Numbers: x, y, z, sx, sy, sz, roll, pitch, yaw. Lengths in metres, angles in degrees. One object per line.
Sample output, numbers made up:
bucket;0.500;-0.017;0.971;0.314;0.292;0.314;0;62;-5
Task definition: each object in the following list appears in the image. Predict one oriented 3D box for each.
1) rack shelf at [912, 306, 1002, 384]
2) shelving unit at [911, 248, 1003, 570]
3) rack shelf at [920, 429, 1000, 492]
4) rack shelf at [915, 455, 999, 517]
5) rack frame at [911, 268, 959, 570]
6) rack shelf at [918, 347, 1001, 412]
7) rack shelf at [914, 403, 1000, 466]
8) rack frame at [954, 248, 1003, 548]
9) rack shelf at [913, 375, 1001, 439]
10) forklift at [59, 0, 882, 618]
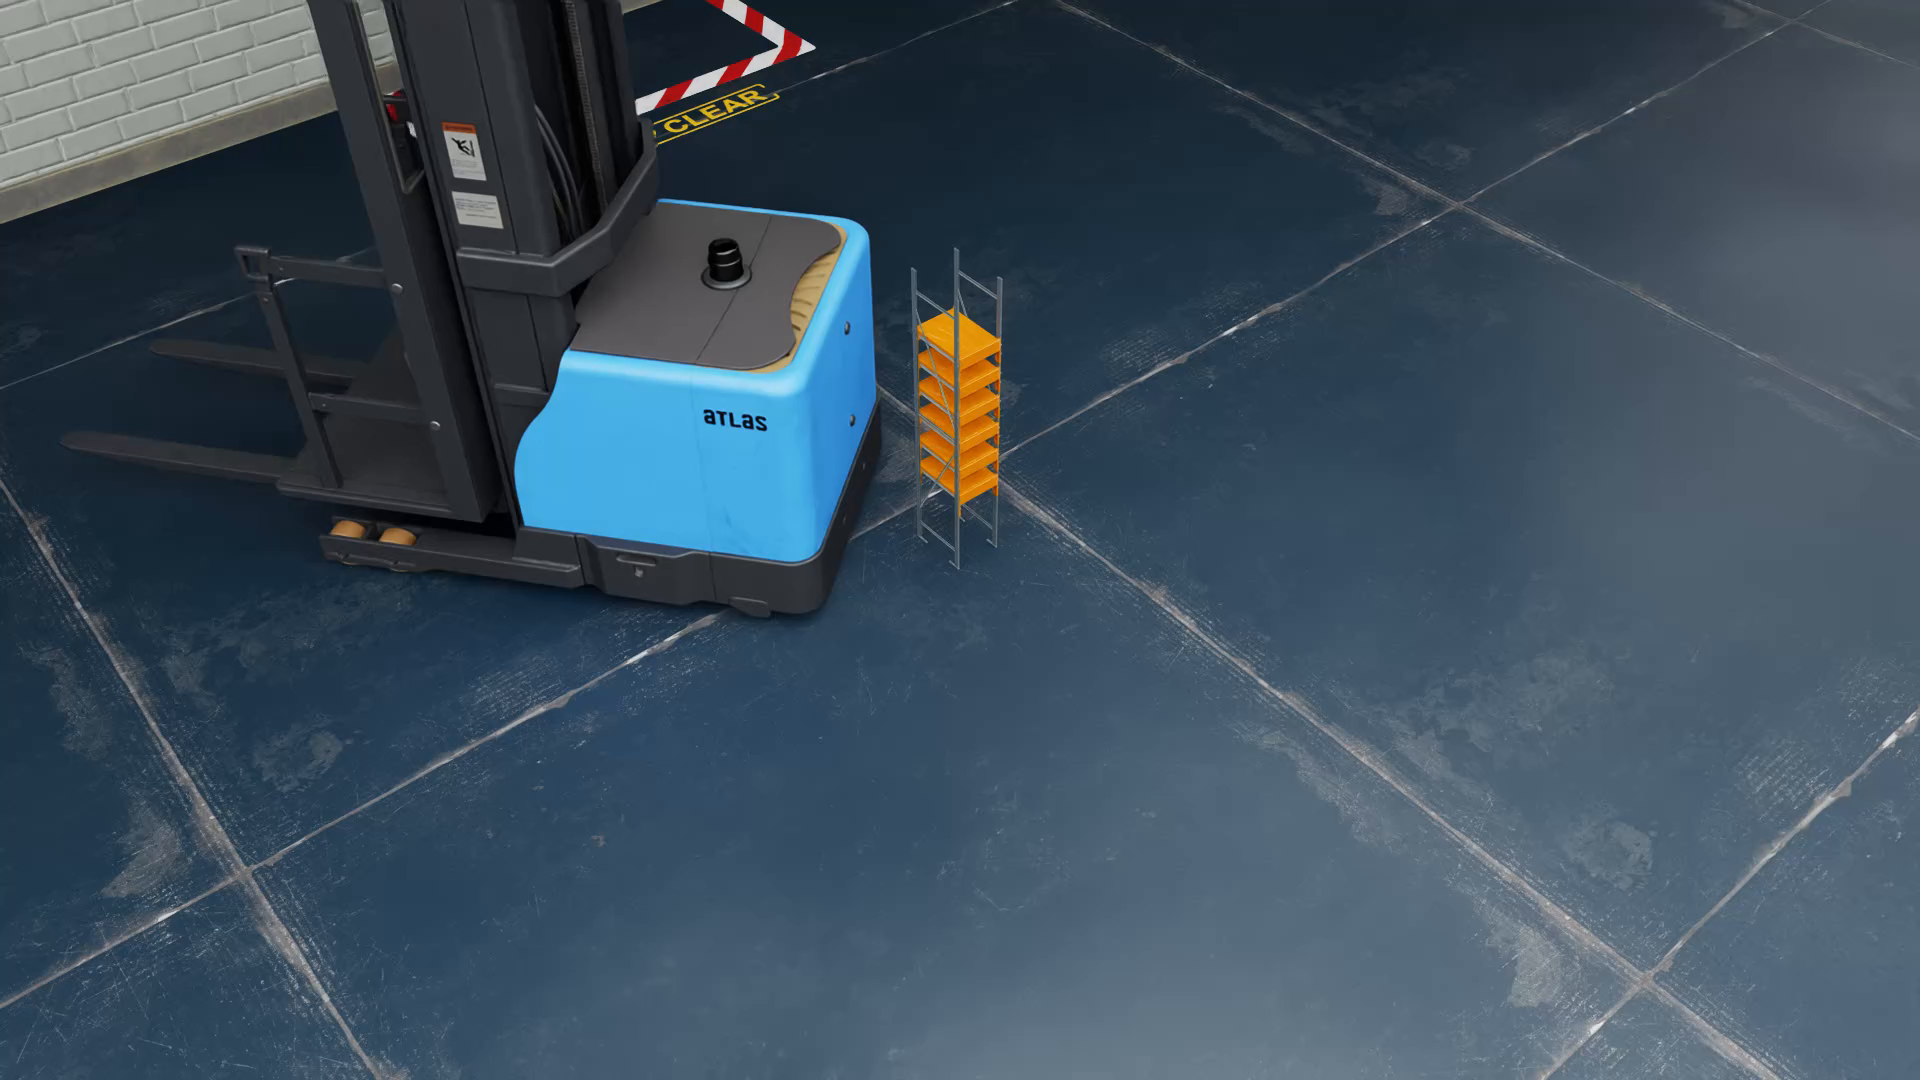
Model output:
rack shelf;-0.011;-0.661;5.616;0.180;0.103;0.258;-30;51;-28
shelving unit;-0.011;-0.431;5.832;0.189;1.200;0.258;-30;51;-28
rack shelf;-0.011;-0.311;5.945;0.180;0.103;0.258;-30;51;-28
rack shelf;-0.011;-0.224;6.027;0.180;0.103;0.258;-30;51;-28
rack frame;-0.081;-0.391;5.790;0.006;1.200;0.240;-30;51;-28
rack shelf;-0.011;-0.574;5.699;0.180;0.103;0.258;-30;51;-28
rack shelf;-0.011;-0.399;5.863;0.180;0.103;0.258;-30;51;-28
rack frame;0.059;-0.471;5.875;0.006;1.200;0.240;-30;51;-28
rack shelf;-0.011;-0.486;5.781;0.180;0.103;0.258;-30;51;-28
forklift;-1.876;-1.296;5.489;3.031;2.935;1.130;8;44;8
